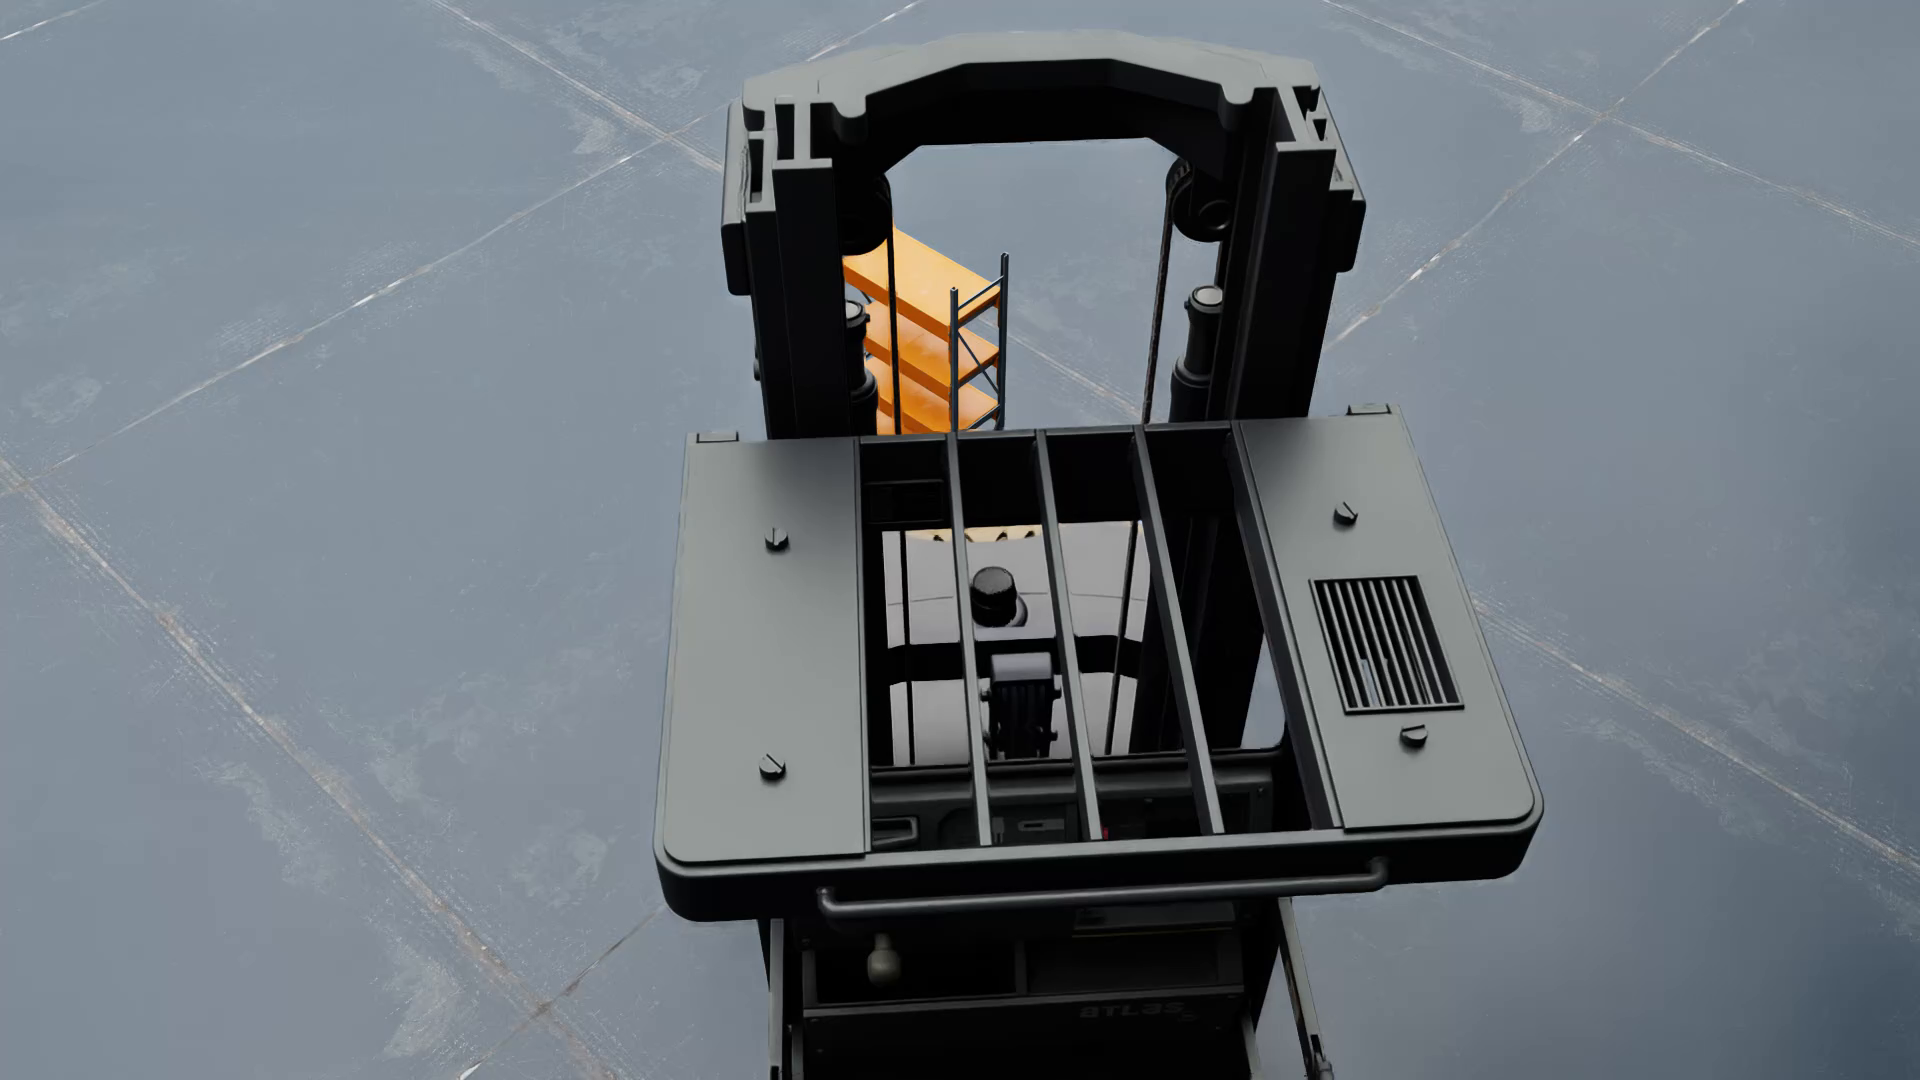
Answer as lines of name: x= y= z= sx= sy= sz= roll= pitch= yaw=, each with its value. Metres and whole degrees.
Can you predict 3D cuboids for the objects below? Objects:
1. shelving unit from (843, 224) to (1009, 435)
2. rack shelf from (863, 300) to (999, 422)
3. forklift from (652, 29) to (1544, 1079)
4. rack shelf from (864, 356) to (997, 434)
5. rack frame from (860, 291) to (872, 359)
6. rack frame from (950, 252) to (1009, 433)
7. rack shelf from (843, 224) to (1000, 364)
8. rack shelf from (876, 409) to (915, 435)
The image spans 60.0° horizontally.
shelving unit: x=-0.122 y=-0.493 z=5.389 sx=0.503 sy=1.200 sz=0.258 roll=34 pitch=55 yaw=28
rack shelf: x=-0.122 y=-0.600 z=5.275 sx=0.480 sy=0.148 sz=0.258 roll=34 pitch=55 yaw=28
forklift: x=0.148 y=0.741 z=3.044 sx=1.130 sy=2.935 sz=3.031 roll=-3 pitch=47 yaw=-2
rack shelf: x=-0.122 y=-0.446 z=5.438 sx=0.480 sy=0.148 sz=0.258 roll=34 pitch=55 yaw=28
rack frame: x=-0.301 y=-0.613 z=5.503 sx=0.015 sy=1.200 sz=0.240 roll=34 pitch=55 yaw=28
rack frame: x=0.058 y=-0.372 z=5.276 sx=0.015 sy=1.200 sz=0.240 roll=34 pitch=55 yaw=28
rack shelf: x=-0.122 y=-0.762 z=5.103 sx=0.480 sy=0.148 sz=0.258 roll=34 pitch=55 yaw=28
rack shelf: x=-0.122 y=-0.311 z=5.583 sx=0.480 sy=0.148 sz=0.258 roll=34 pitch=55 yaw=28
